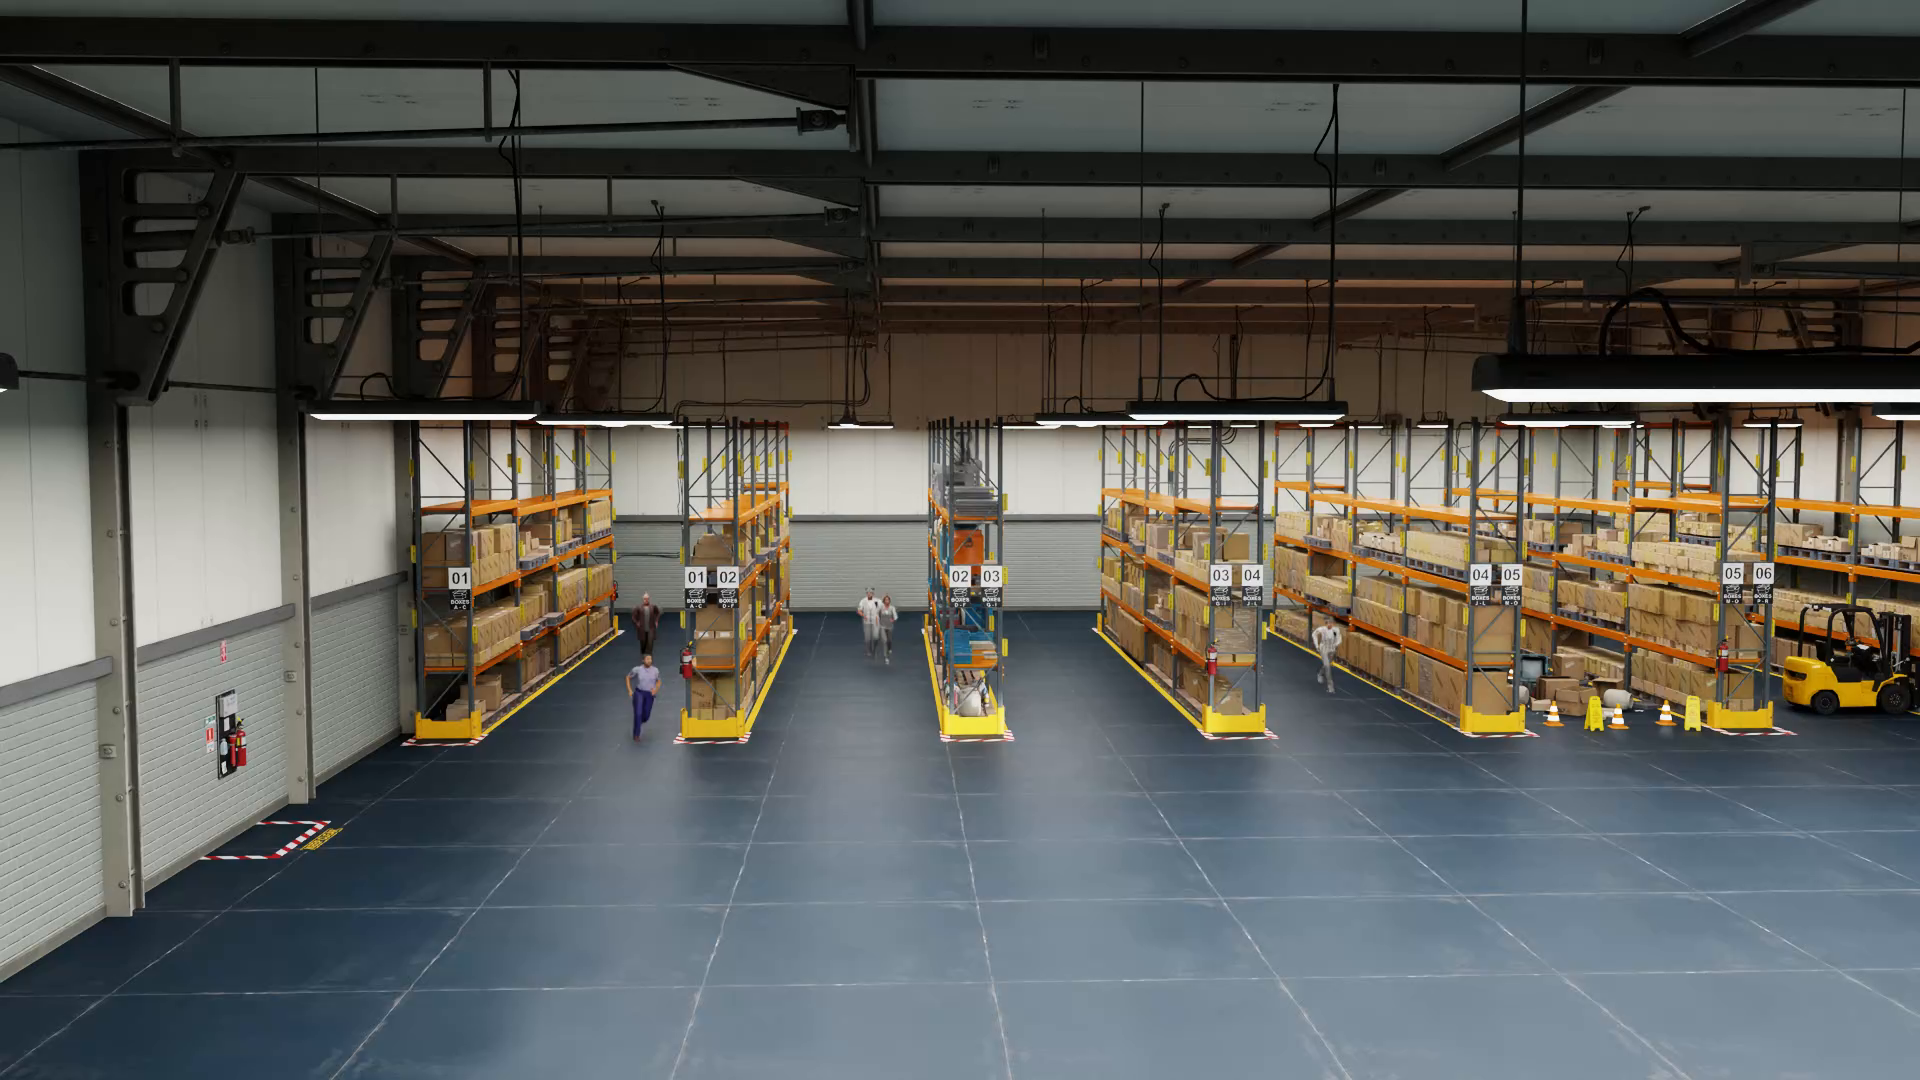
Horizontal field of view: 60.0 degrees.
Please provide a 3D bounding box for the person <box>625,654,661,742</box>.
[{"bbox_3d":[-5.899,2.922,31.014,0.655,1.620,0.708,-2,4,-26],"label":"person"}]

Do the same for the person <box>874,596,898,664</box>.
[{"bbox_3d":[-1.765,2.116,39.680,0.549,1.594,0.882,0,4,-7],"label":"person"}]

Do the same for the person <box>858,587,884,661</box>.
[{"bbox_3d":[-2.143,2.018,40.197,0.672,1.788,0.700,0,4,0],"label":"person"}]

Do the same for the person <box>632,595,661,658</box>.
[{"bbox_3d":[-7.635,2.208,40.529,0.711,1.764,0.850,-1,4,-14],"label":"person"}]

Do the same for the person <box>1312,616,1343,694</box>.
[{"bbox_3d":[8.129,2.495,36.849,0.617,1.688,1.056,-1,4,-8],"label":"person"}]
